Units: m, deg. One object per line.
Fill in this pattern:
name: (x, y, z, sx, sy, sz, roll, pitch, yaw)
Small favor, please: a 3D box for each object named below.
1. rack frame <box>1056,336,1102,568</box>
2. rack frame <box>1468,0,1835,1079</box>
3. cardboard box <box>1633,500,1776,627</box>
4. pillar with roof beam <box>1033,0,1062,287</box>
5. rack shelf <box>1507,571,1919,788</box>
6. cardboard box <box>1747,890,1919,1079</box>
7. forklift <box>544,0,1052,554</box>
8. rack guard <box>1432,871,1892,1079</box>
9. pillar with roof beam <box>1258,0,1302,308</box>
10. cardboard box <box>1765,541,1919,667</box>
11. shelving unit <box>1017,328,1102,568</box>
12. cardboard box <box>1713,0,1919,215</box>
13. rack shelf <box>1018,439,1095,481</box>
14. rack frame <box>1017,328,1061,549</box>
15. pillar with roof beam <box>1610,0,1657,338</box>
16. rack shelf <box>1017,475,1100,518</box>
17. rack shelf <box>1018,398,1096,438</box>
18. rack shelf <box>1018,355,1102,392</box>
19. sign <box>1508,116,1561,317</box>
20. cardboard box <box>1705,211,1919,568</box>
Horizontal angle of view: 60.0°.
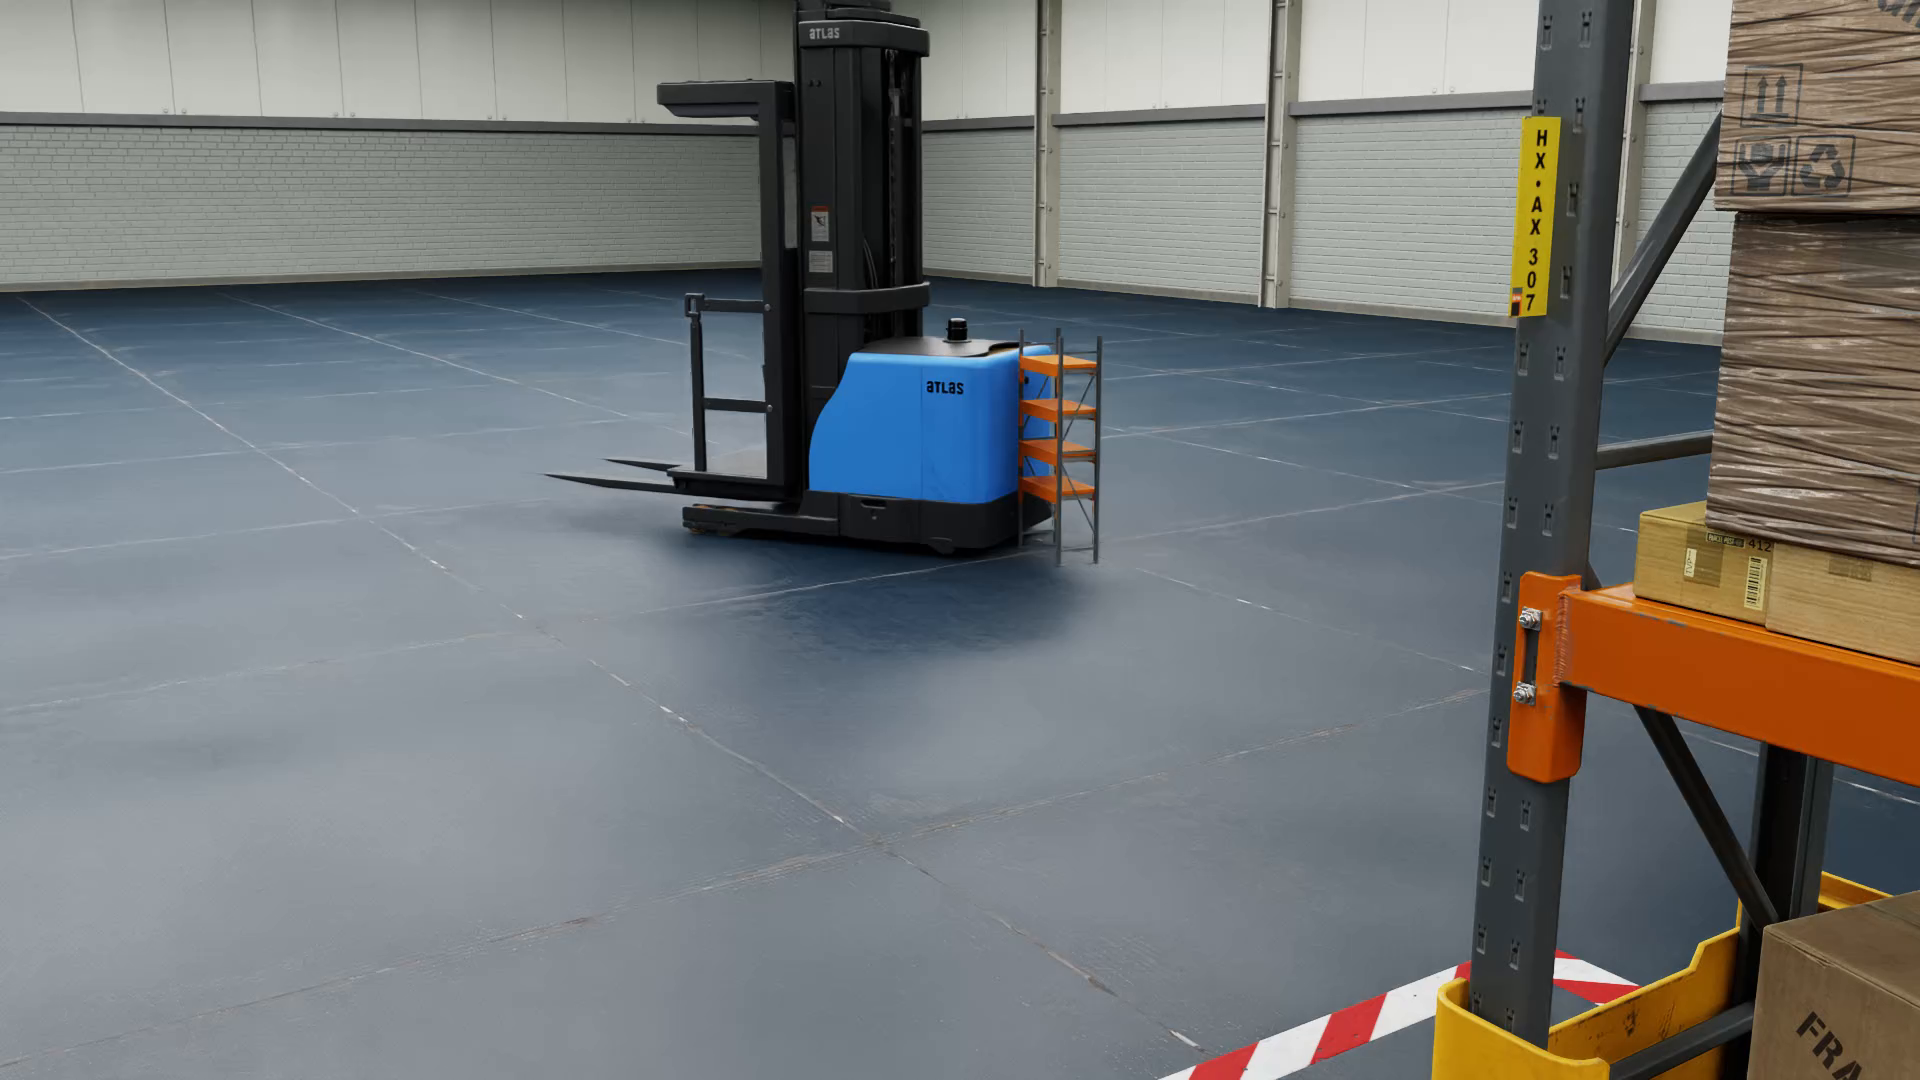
rack frame: (0.617, -0.453, 8.624, 0.240, 1.200, 0.015, -5, 13, -22)
rack frame: (1.410, -0.178, 3.153, 1.000, 3.000, 0.127, -8, 15, -33)
cardboard box: (1.369, 0.024, 2.819, 0.380, 0.149, 0.250, -8, 15, -33)
pillar with roof beam: (-1.992, -8.604, 27.643, 9.100, 9.000, 0.400, -8, 15, -33)
rack shelf: (2.518, 0.529, 1.604, 1.077, 0.370, 4.000, -8, 15, -33)
cardboard box: (1.742, 0.951, 2.859, 0.500, 0.500, 0.500, -5, 13, -22)
forklift: (-1.028, -1.545, 9.566, 3.031, 2.935, 1.130, 6, 14, 24)
rack guard: (1.452, 1.057, 3.359, 1.175, 0.500, 0.348, -8, 15, -33)
pillar with roof beam: (1.332, -7.537, 22.763, 9.100, 9.000, 0.400, -8, 15, -33)
cardboard box: (1.492, 0.071, 2.606, 0.380, 0.149, 0.250, -8, 15, -33)
shelving unit: (0.523, -0.501, 8.845, 0.258, 1.200, 0.503, -5, 13, -22)
cardboard box: (1.488, -0.730, 2.409, 0.500, 0.500, 0.500, -8, 15, -33)
rack shelf: (0.523, -0.435, 8.859, 0.258, 0.148, 0.480, -5, 13, -22)
rack frame: (0.430, -0.549, 9.065, 0.240, 1.200, 0.015, -5, 13, -22)
pillar with roof beam: (4.656, -6.470, 17.883, 9.100, 9.000, 0.400, -8, 15, -33)
rack shelf: (0.523, -0.241, 8.902, 0.258, 0.148, 0.480, -5, 13, -22)
rack shelf: (0.523, -0.654, 8.811, 0.258, 0.148, 0.480, -5, 13, -22)
rack shelf: (0.523, -0.885, 8.761, 0.258, 0.148, 0.480, -5, 13, -22)
sign: (0.958, -0.536, 2.767, 0.100, 0.325, 0.005, -8, 15, -33)
cardboard box: (1.692, -0.271, 2.649, 0.875, 0.500, 0.500, -8, 15, -33)
